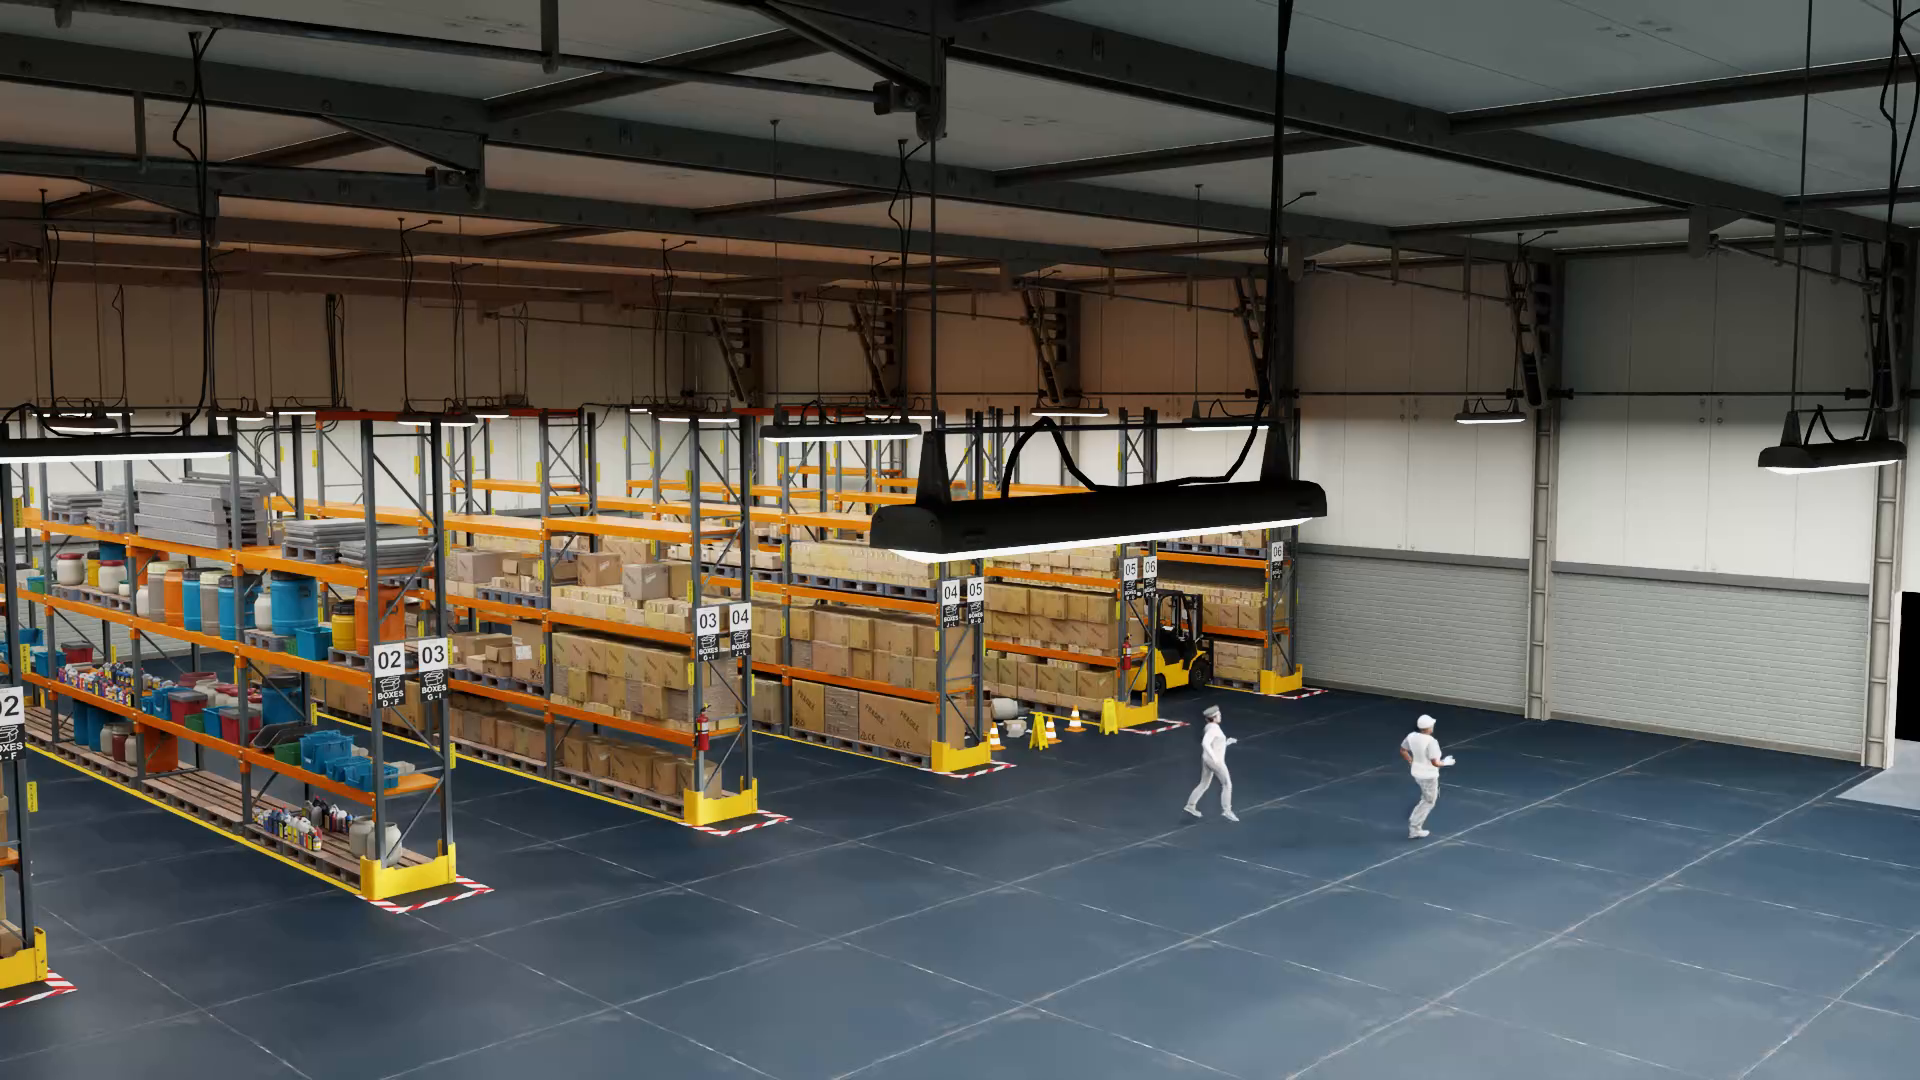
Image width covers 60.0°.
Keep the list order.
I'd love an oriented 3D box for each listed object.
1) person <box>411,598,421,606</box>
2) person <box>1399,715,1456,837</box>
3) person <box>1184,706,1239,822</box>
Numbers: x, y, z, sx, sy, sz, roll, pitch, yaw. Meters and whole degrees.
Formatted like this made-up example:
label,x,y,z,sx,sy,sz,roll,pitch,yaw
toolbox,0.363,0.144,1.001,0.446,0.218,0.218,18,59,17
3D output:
label,x,y,z,sx,sy,sz,roll,pitch,yaw
person,-12.373,2.153,37.688,0.734,1.711,0.637,-2,6,-24
person,6.689,3.348,23.693,0.627,1.743,0.641,-1,5,-15
person,3.718,3.306,24.531,0.807,1.742,0.587,-1,5,-12
